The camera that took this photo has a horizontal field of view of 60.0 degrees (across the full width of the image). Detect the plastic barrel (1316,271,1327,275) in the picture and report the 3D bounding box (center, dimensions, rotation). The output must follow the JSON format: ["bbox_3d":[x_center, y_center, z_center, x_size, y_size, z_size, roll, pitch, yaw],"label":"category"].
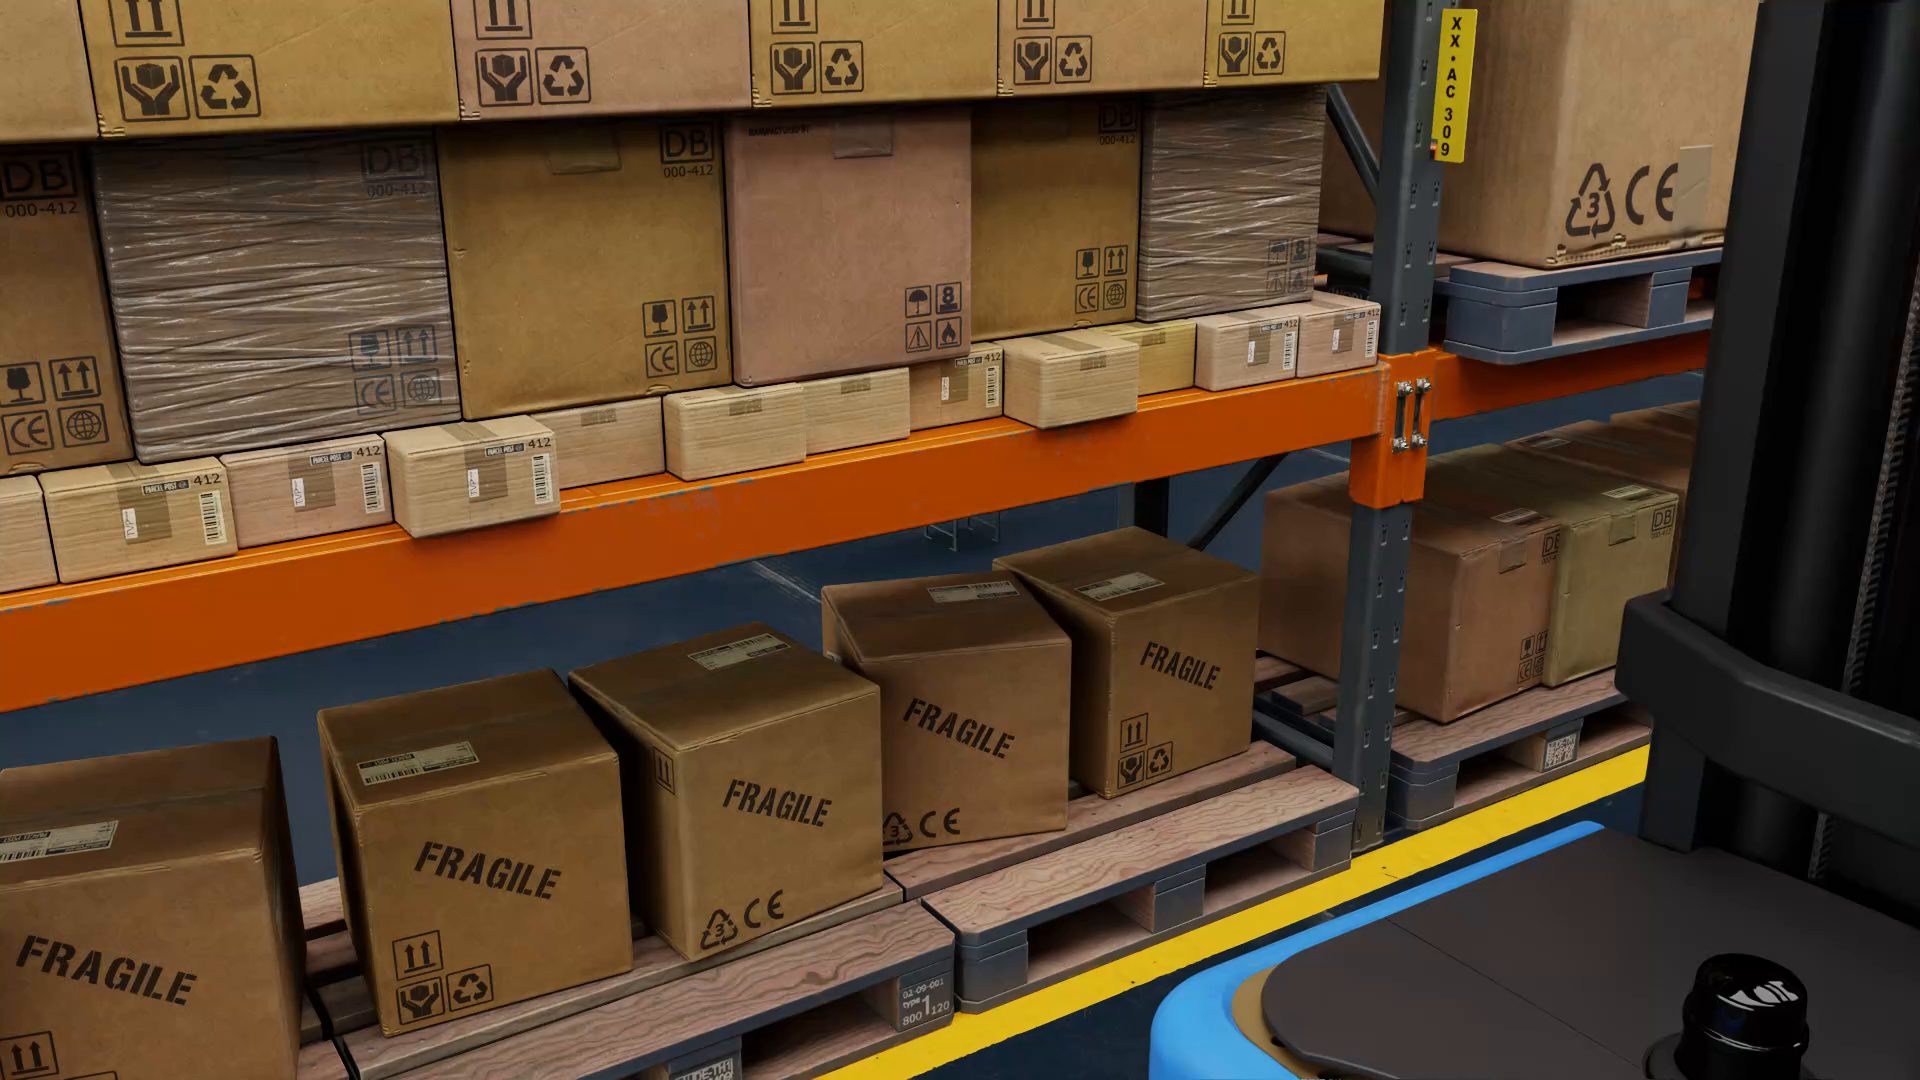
[{"bbox_3d":[2.745,-2.116,11.429,0.708,0.588,0.600,-12,22,-31],"label":"plastic barrel"}]

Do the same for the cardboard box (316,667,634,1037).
[{"bbox_3d":[-1.011,0.624,3.461,0.500,0.500,0.500,-10,21,-26],"label":"cardboard box"}]

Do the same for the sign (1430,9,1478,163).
[{"bbox_3d":[1.090,-1.006,3.686,0.005,0.325,0.100,-12,22,-31],"label":"sign"}]

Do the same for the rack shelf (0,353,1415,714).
[{"bbox_3d":[-0.885,-0.047,3.324,4.000,0.370,1.077,-12,22,-31],"label":"rack shelf"}]

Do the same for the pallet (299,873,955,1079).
[{"bbox_3d":[-0.776,0.925,3.680,1.213,0.211,1.003,-12,22,-31],"label":"pallet"}]

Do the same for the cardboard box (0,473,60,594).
[{"bbox_3d":[-1.552,-0.031,2.547,0.250,0.149,0.380,-12,22,-31],"label":"cardboard box"}]

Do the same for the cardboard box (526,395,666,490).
[{"bbox_3d":[-0.744,-0.221,3.106,0.250,0.149,0.380,-12,22,-31],"label":"cardboard box"}]

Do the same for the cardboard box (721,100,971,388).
[{"bbox_3d":[-0.423,-0.672,3.428,0.500,0.500,0.875,-12,22,-31],"label":"cardboard box"}]

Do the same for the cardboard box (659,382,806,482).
[{"bbox_3d":[-0.493,-0.244,3.176,0.250,0.149,0.380,-12,22,-31],"label":"cardboard box"}]

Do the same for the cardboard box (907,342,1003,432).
[{"bbox_3d":[-0.117,-0.353,3.496,0.250,0.149,0.380,-12,22,-31],"label":"cardboard box"}]

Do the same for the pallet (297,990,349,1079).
[{"bbox_3d":[-1.794,1.138,3.048,1.213,0.211,1.003,-12,22,-31],"label":"pallet"}]

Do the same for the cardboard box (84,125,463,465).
[{"bbox_3d":[-1.288,-0.510,2.949,0.500,0.500,0.875,-12,22,-31],"label":"cardboard box"}]

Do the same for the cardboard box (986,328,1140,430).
[{"bbox_3d":[0.164,-0.361,3.522,0.250,0.149,0.380,-12,22,-31],"label":"cardboard box"}]

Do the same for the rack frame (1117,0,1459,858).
[{"bbox_3d":[0.786,-0.740,4.250,0.127,3.000,1.000,-12,22,-31],"label":"rack frame"}]

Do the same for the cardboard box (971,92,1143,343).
[{"bbox_3d":[-0.061,-0.787,3.769,0.500,0.500,0.875,-12,22,-31],"label":"cardboard box"}]

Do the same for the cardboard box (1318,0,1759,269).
[{"bbox_3d":[1.526,-1.326,4.390,1.000,1.000,1.000,-12,22,-31],"label":"cardboard box"}]

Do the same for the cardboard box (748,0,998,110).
[{"bbox_3d":[-0.274,-1.073,3.053,0.500,0.500,0.500,-12,22,-31],"label":"cardboard box"}]

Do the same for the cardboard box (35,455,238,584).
[{"bbox_3d":[-1.340,-0.074,2.671,0.250,0.149,0.380,-12,22,-31],"label":"cardboard box"}]

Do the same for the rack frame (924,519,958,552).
[{"bbox_3d":[-0.078,-0.410,6.552,0.006,0.900,0.240,-12,22,-31],"label":"rack frame"}]

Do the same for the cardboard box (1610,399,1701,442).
[{"bbox_3d":[2.652,-0.143,5.699,0.500,0.500,0.700,-10,21,-27],"label":"cardboard box"}]

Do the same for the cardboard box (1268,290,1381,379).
[{"bbox_3d":[0.768,-0.505,3.946,0.250,0.149,0.380,-12,22,-31],"label":"cardboard box"}]

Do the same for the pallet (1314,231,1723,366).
[{"bbox_3d":[1.504,-0.745,4.564,1.213,0.211,1.003,-12,22,-31],"label":"pallet"}]

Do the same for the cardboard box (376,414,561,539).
[{"bbox_3d":[-0.880,-0.141,2.871,0.250,0.149,0.380,-12,22,-31],"label":"cardboard box"}]

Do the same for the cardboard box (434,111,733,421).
[{"bbox_3d":[-0.864,-0.595,3.201,0.500,0.500,0.875,-12,22,-31],"label":"cardboard box"}]

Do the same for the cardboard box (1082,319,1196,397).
[{"bbox_3d":[0.312,-0.435,3.741,0.250,0.149,0.380,-12,22,-31],"label":"cardboard box"}]

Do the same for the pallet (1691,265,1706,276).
[{"bbox_3d":[2.495,-0.994,5.301,1.213,0.211,1.003,-12,22,-31],"label":"pallet"}]

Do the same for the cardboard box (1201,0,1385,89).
[{"bbox_3d":[0.561,-1.249,3.574,0.500,0.500,0.500,-12,22,-31],"label":"cardboard box"}]

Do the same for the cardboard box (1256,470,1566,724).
[{"bbox_3d":[1.310,0.133,4.883,0.500,0.500,0.700,-14,23,-36],"label":"cardboard box"}]

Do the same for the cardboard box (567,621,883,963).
[{"bbox_3d":[-0.520,0.538,3.717,0.500,0.500,0.500,-14,23,-36],"label":"cardboard box"}]

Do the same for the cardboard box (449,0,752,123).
[{"bbox_3d":[-0.693,-0.986,2.795,0.500,0.500,0.500,-12,22,-31],"label":"cardboard box"}]

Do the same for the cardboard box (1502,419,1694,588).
[{"bbox_3d":[2.186,-0.044,5.409,0.500,0.500,0.700,-14,23,-36],"label":"cardboard box"}]

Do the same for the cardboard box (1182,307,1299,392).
[{"bbox_3d":[0.554,-0.463,3.823,0.250,0.149,0.380,-12,22,-31],"label":"cardboard box"}]

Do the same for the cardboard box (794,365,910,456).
[{"bbox_3d":[-0.304,-0.298,3.334,0.250,0.149,0.380,-12,22,-31],"label":"cardboard box"}]

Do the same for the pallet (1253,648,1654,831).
[{"bbox_3d":[1.435,0.443,5.104,1.213,0.211,1.003,-12,22,-31],"label":"pallet"}]

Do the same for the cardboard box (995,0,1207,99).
[{"bbox_3d":[0.144,-1.161,3.313,0.500,0.500,0.500,-12,22,-31],"label":"cardboard box"}]

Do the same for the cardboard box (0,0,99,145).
[{"bbox_3d":[-1.524,-0.808,2.268,0.500,0.500,0.500,-12,22,-31],"label":"cardboard box"}]

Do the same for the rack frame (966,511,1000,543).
[{"bbox_3d":[0.092,-0.446,6.658,0.006,0.900,0.240,-12,22,-31],"label":"rack frame"}]

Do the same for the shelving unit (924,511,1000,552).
[{"bbox_3d":[0.007,-0.428,6.605,0.210,0.900,0.258,-12,22,-31],"label":"shelving unit"}]

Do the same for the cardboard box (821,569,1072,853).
[{"bbox_3d":[-0.045,0.408,4.102,0.500,0.500,0.500,-5,19,-14],"label":"cardboard box"}]

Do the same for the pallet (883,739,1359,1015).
[{"bbox_3d":[0.244,0.709,4.319,1.213,0.211,1.003,-12,22,-31],"label":"pallet"}]

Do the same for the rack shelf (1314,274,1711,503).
[{"bbox_3d":[2.456,-0.752,5.408,4.000,0.370,1.077,-12,22,-31],"label":"rack shelf"}]

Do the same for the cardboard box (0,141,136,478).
[{"bbox_3d":[-1.729,-0.434,2.723,0.500,0.500,0.875,-12,22,-31],"label":"cardboard box"}]

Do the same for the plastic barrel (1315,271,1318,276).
[{"bbox_3d":[2.224,-2.004,11.218,0.421,0.512,0.421,0,19,0],"label":"plastic barrel"}]

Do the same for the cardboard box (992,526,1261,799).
[{"bbox_3d":[0.429,0.305,4.407,0.500,0.500,0.500,-13,22,-33],"label":"cardboard box"}]

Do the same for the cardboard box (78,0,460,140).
[{"bbox_3d":[-1.108,-0.896,2.530,0.500,0.500,0.500,-12,22,-31],"label":"cardboard box"}]

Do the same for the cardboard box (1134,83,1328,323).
[{"bbox_3d":[0.376,-0.866,4.001,0.500,0.500,0.875,-12,22,-31],"label":"cardboard box"}]

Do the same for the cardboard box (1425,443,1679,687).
[{"bbox_3d":[1.719,0.054,5.117,0.500,0.500,0.700,-12,22,-32],"label":"cardboard box"}]

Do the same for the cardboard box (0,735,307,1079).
[{"bbox_3d":[-1.544,0.730,3.150,0.500,0.500,0.500,-6,20,-17],"label":"cardboard box"}]

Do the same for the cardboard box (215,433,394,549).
[{"bbox_3d":[-1.146,-0.125,2.823,0.250,0.149,0.380,-12,22,-31],"label":"cardboard box"}]
